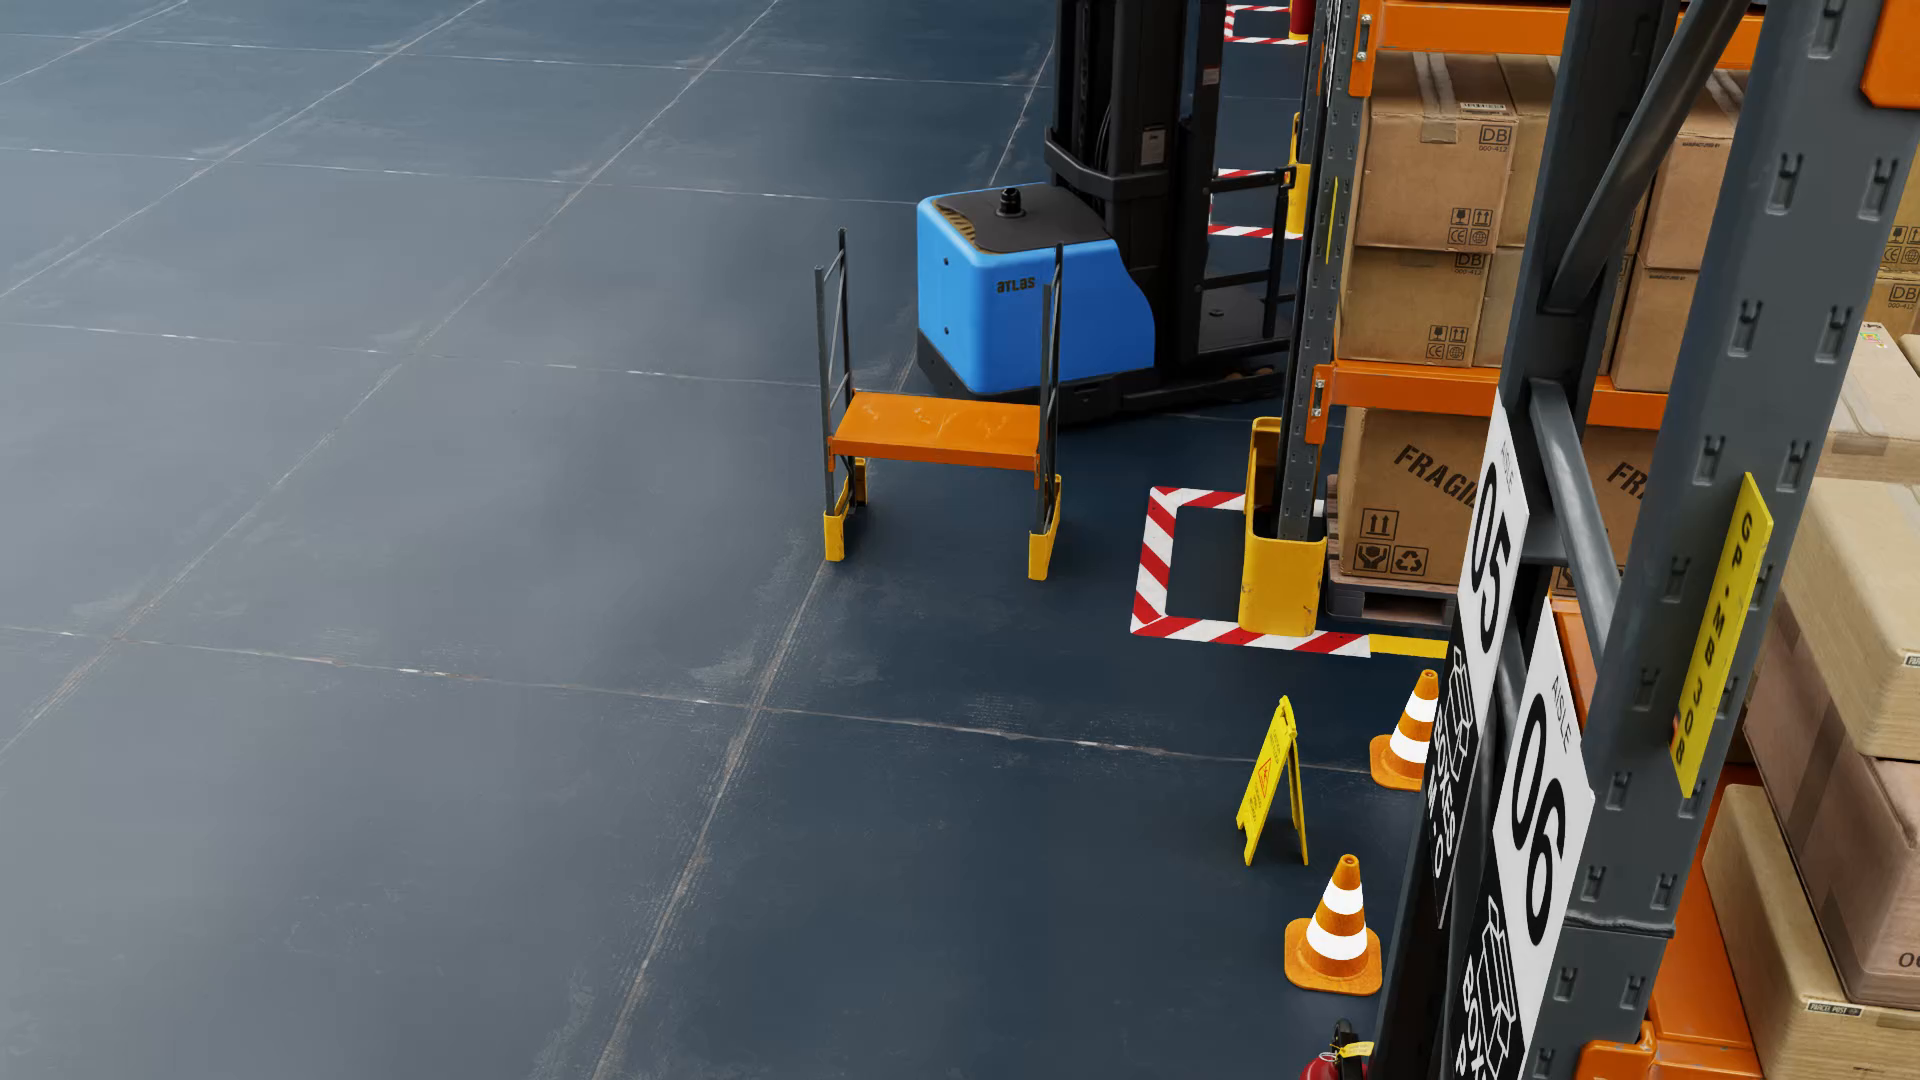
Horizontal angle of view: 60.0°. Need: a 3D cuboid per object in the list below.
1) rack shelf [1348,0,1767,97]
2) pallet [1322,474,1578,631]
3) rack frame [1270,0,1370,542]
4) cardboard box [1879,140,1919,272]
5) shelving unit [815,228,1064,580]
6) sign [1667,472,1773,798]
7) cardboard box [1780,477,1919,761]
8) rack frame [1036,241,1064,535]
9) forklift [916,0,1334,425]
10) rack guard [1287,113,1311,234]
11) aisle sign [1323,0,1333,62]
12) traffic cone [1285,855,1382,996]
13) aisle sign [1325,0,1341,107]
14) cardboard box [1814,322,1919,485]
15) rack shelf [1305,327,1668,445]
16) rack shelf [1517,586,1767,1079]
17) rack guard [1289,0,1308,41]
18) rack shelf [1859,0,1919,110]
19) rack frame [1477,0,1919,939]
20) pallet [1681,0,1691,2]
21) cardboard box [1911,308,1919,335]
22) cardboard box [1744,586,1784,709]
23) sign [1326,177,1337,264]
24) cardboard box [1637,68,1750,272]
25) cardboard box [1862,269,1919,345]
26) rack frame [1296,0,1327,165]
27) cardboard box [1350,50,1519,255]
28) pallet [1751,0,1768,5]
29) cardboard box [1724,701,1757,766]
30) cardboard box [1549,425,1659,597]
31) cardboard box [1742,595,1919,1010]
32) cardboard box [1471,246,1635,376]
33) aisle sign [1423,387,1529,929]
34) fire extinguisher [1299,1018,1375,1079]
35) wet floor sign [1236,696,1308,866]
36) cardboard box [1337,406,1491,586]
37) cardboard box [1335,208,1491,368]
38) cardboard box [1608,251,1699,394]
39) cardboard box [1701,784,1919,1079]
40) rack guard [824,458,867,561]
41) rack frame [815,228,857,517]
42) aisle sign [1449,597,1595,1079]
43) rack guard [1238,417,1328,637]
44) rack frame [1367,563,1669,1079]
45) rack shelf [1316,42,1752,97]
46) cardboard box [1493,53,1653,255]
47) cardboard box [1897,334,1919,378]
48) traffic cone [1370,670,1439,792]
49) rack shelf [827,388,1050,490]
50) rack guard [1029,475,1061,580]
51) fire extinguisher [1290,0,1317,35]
[{"bbox_3d":[3.531,-1.931,6.359,4.000,0.370,1.077,5,32,8],"label":"rack shelf"},{"bbox_3d":[2.361,0.069,7.941,1.213,0.211,1.003,5,32,8],"label":"pallet"},{"bbox_3d":[1.560,-1.143,7.250,0.127,3.000,1.000,5,32,8],"label":"rack frame"},{"bbox_3d":[3.550,-1.510,6.676,0.500,0.550,0.875,5,32,8],"label":"cardboard box"},{"bbox_3d":[-0.075,-0.643,7.863,1.083,1.500,0.587,5,32,8],"label":"shelving unit"},{"bbox_3d":[0.735,0.096,1.618,0.005,0.325,0.100,5,32,8],"label":"sign"},{"bbox_3d":[1.143,0.090,1.937,0.250,0.149,0.380,5,32,8],"label":"cardboard box"},{"bbox_3d":[0.417,-0.598,7.792,0.032,1.500,0.500,5,32,8],"label":"rack frame"},{"bbox_3d":[1.319,-2.278,9.126,3.031,2.935,1.130,-11,34,-17],"label":"forklift"},{"bbox_3d":[2.569,-2.662,12.032,0.348,0.500,1.175,5,32,8],"label":"rack guard"},{"bbox_3d":[1.540,-2.409,6.821,0.004,0.787,0.394,5,32,8],"label":"aisle sign"},{"bbox_3d":[1.319,1.283,5.765,0.334,0.463,0.336,5,32,8],"label":"traffic cone"},{"bbox_3d":[1.439,-2.095,6.319,0.004,0.787,0.394,5,32,8],"label":"aisle sign"},{"bbox_3d":[1.210,-0.173,2.357,0.250,0.149,0.380,5,32,9],"label":"cardboard box"},{"bbox_3d":[3.531,-0.660,7.155,4.000,0.370,1.077,5,32,8],"label":"rack shelf"},{"bbox_3d":[2.798,0.667,2.209,4.000,0.370,1.077,5,32,8],"label":"rack shelf"},{"bbox_3d":[3.410,-5.277,16.210,0.348,0.500,1.175,5,32,8],"label":"rack guard"},{"bbox_3d":[2.798,-0.604,1.414,4.000,0.370,1.077,5,32,8],"label":"rack shelf"},{"bbox_3d":[0.827,-1.088,1.507,0.127,3.000,1.000,5,32,8],"label":"rack frame"},{"bbox_3d":[2.293,-2.317,6.380,1.213,0.211,1.003,5,32,8],"label":"pallet"},{"bbox_3d":[4.079,-1.024,6.917,0.550,0.550,0.875,5,32,8],"label":"cardboard box"},{"bbox_3d":[1.376,0.025,2.416,0.500,0.250,0.500,5,32,8],"label":"cardboard box"},{"bbox_3d":[1.460,-1.254,6.536,0.005,0.325,0.100,5,32,8],"label":"sign"},{"bbox_3d":[3.006,-1.489,6.643,0.550,0.550,0.875,5,32,8],"label":"cardboard box"},{"bbox_3d":[3.539,-1.019,6.909,0.500,0.550,0.875,5,32,8],"label":"cardboard box"},{"bbox_3d":[2.494,-3.728,11.379,0.127,3.000,1.000,5,32,8],"label":"rack frame"},{"bbox_3d":[1.919,-1.611,6.838,0.550,0.550,0.875,5,32,8],"label":"cardboard box"},{"bbox_3d":[3.499,-2.209,6.208,1.213,0.211,1.003,5,32,8],"label":"pallet"},{"bbox_3d":[1.225,0.175,2.553,0.250,0.149,0.380,5,32,8],"label":"cardboard box"},{"bbox_3d":[3.107,-0.317,7.537,0.875,0.875,0.875,5,32,7],"label":"cardboard box"},{"bbox_3d":[1.277,0.305,1.970,0.500,0.250,0.500,5,32,7],"label":"cardboard box"},{"bbox_3d":[2.479,-1.160,7.134,0.550,0.550,0.875,5,32,8],"label":"cardboard box"},{"bbox_3d":[0.814,0.195,2.661,0.004,0.787,0.394,5,32,8],"label":"aisle sign"},{"bbox_3d":[0.791,1.236,3.521,0.183,0.674,0.296,5,32,8],"label":"fire extinguisher"},{"bbox_3d":[1.198,0.888,6.224,0.232,0.644,0.267,0,32,0],"label":"wet floor sign"},{"bbox_3d":[2.239,-0.395,7.660,0.875,0.875,0.875,5,32,8],"label":"cardboard box"},{"bbox_3d":[1.933,-1.198,7.195,0.550,0.550,0.875,5,32,8],"label":"cardboard box"},{"bbox_3d":[3.010,-1.044,6.950,0.550,0.550,0.875,5,32,8],"label":"cardboard box"},{"bbox_3d":[1.099,0.489,2.051,0.250,0.149,0.380,5,32,8],"label":"cardboard box"},{"bbox_3d":[-0.566,-0.157,8.266,0.087,0.250,0.587,5,32,8],"label":"rack guard"},{"bbox_3d":[-0.585,-0.689,7.937,0.032,1.500,0.500,5,32,8],"label":"rack frame"},{"bbox_3d":[0.713,0.509,2.159,0.004,0.787,0.394,5,32,8],"label":"aisle sign"},{"bbox_3d":[1.536,-0.086,7.916,0.348,0.500,1.175,5,32,8],"label":"rack guard"},{"bbox_3d":[0.827,1.455,3.099,0.127,3.000,1.000,5,32,8],"label":"rack frame"},{"bbox_3d":[4.465,-3.245,11.285,4.000,0.370,1.077,5,32,8],"label":"rack shelf"},{"bbox_3d":[2.477,-1.610,6.837,0.550,0.550,0.875,5,32,8],"label":"cardboard box"},{"bbox_3d":[1.457,-0.130,2.288,0.250,0.149,0.380,6,32,9],"label":"cardboard box"},{"bbox_3d":[1.844,0.722,6.660,0.334,0.463,0.336,5,32,8],"label":"traffic cone"},{"bbox_3d":[-0.084,-0.491,7.960,1.000,0.185,0.538,5,32,8],"label":"rack shelf"},{"bbox_3d":[0.416,-0.068,8.124,0.087,0.250,0.587,5,32,8],"label":"rack guard"},{"bbox_3d":[2.458,-3.947,11.801,0.183,0.674,0.296,5,32,8],"label":"fire extinguisher"}]
